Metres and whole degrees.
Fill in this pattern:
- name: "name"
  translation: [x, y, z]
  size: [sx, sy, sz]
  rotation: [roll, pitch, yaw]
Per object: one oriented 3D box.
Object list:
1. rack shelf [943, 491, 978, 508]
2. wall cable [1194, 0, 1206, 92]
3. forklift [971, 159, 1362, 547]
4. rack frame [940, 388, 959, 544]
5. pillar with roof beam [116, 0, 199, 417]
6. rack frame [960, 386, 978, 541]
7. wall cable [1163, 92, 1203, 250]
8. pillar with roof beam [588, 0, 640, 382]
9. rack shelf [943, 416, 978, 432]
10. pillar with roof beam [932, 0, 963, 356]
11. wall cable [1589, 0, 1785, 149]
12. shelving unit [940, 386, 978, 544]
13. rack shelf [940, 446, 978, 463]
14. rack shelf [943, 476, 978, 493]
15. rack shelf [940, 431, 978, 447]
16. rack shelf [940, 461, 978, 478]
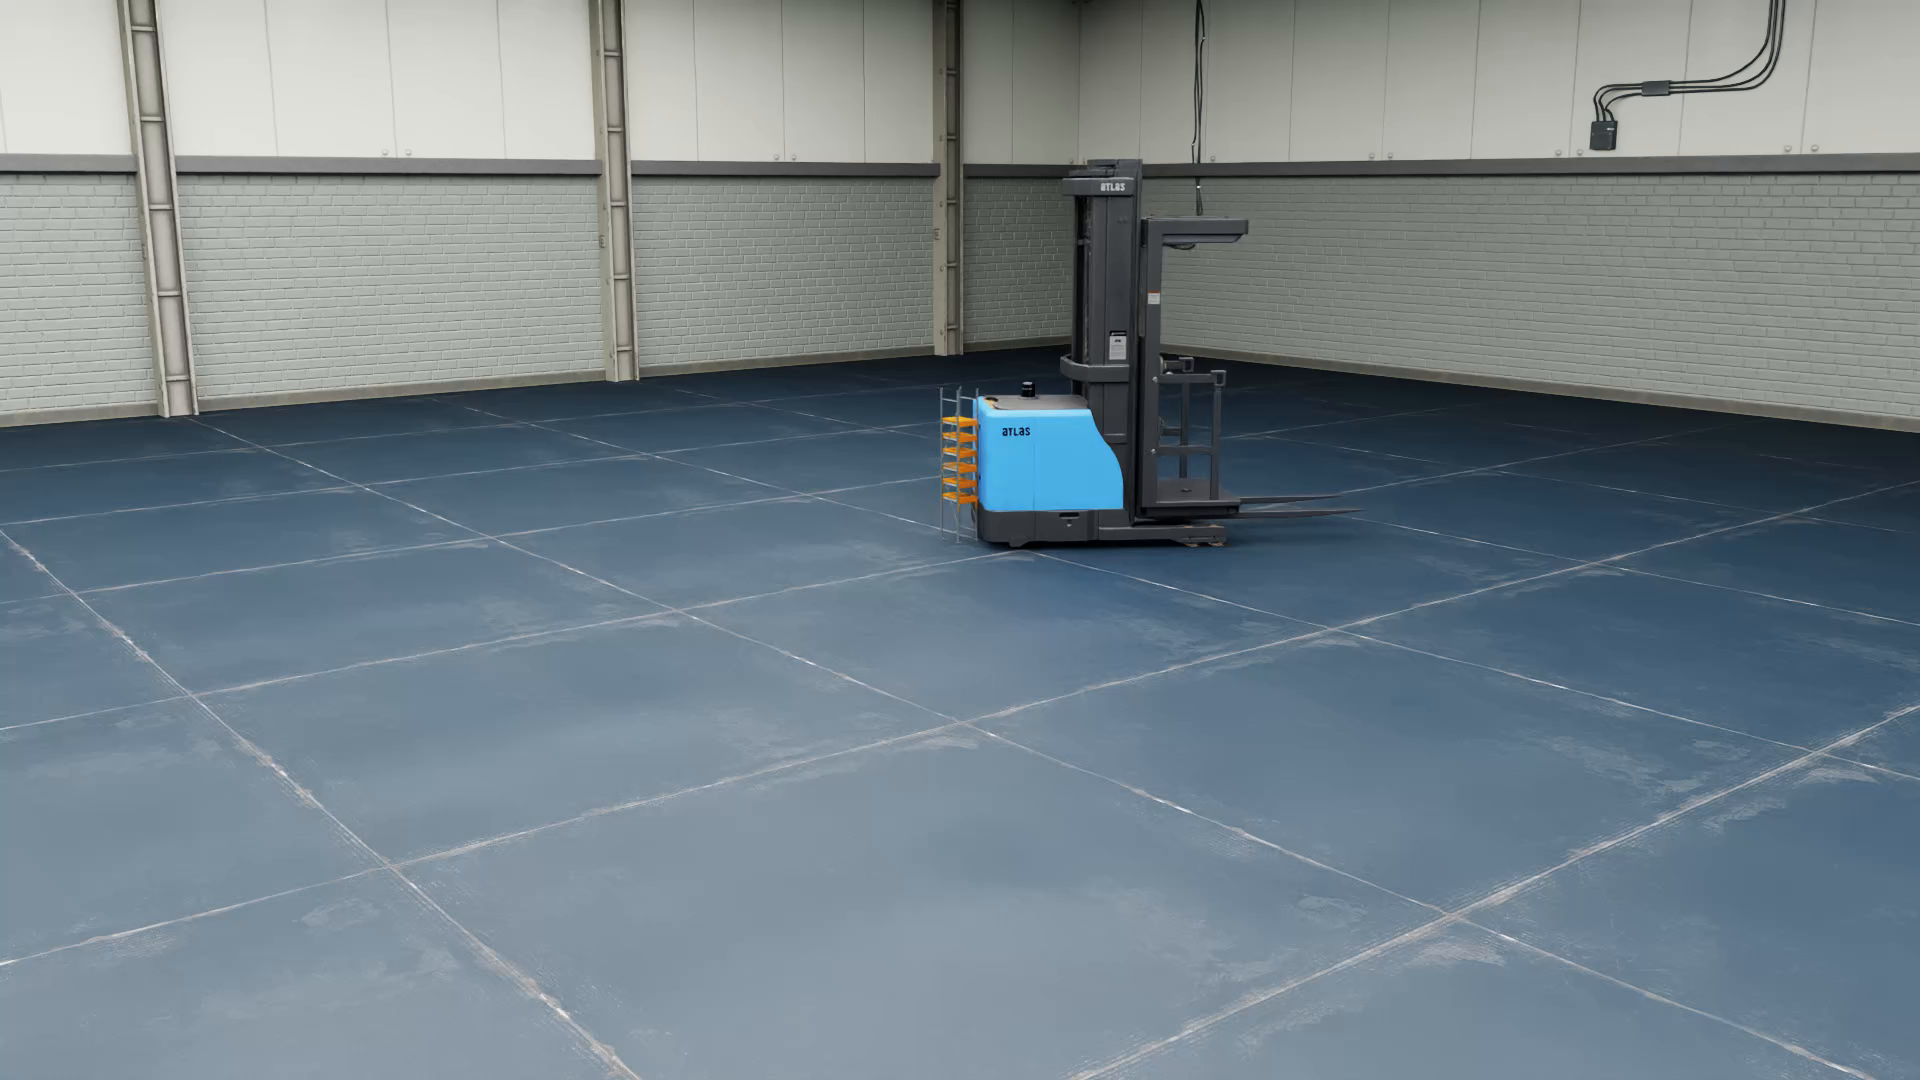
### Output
- name: "rack shelf"
  translation: [-0.006, -0.311, 13.074]
  size: [0.180, 0.103, 0.258]
  rotation: [-8, 15, -34]
- name: "wall cable"
  translation: [4.623, -8.174, 25.275]
  size: [0.112, 2.526, 3.097]
  rotation: [-9, 15, -38]
- name: "forklift"
  translation: [1.645, -1.487, 13.075]
  size: [3.031, 2.935, 1.130]
  rotation: [-1, 12, -6]
- name: "rack frame"
  translation: [-0.081, -0.578, 12.963]
  size: [0.006, 1.200, 0.240]
  rotation: [-8, 15, -34]
- name: "pillar with roof beam"
  translation: [-6.874, -5.238, 16.132]
  size: [0.400, 9.000, 9.100]
  rotation: [-9, 15, -38]
- name: "rack frame"
  translation: [0.068, -0.600, 13.066]
  size: [0.006, 1.200, 0.240]
  rotation: [-8, 15, -34]
- name: "wall cable"
  translation: [2.933, -6.142, 27.866]
  size: [0.112, 2.526, 3.097]
  rotation: [-9, 15, -38]
- name: "pillar with roof beam"
  translation: [-2.189, -6.017, 19.799]
  size: [0.400, 9.000, 9.100]
  rotation: [-9, 15, -38]
- name: "rack shelf"
  translation: [-0.007, -0.898, 12.949]
  size: [0.180, 0.103, 0.258]
  rotation: [-8, 15, -34]
- name: "pillar with roof beam"
  translation: [2.496, -6.795, 23.465]
  size: [0.400, 9.000, 9.100]
  rotation: [-9, 15, -38]
- name: "wall cable"
  translation: [8.852, -7.783, 19.929]
  size: [0.169, 6.003, 2.305]
  rotation: [-9, 15, -38]
- name: "shelving unit"
  translation: [-0.007, -0.589, 13.015]
  size: [0.189, 1.200, 0.258]
  rotation: [-8, 15, -34]
- name: "rack shelf"
  translation: [-0.007, -0.663, 12.999]
  size: [0.180, 0.103, 0.258]
  rotation: [-8, 15, -34]
- name: "rack shelf"
  translation: [-0.006, -0.428, 13.049]
  size: [0.180, 0.103, 0.258]
  rotation: [-8, 15, -34]
- name: "rack shelf"
  translation: [-0.007, -0.781, 12.974]
  size: [0.180, 0.103, 0.258]
  rotation: [-8, 15, -34]
- name: "rack shelf"
  translation: [-0.006, -0.546, 13.024]
  size: [0.180, 0.103, 0.258]
  rotation: [-8, 15, -34]
